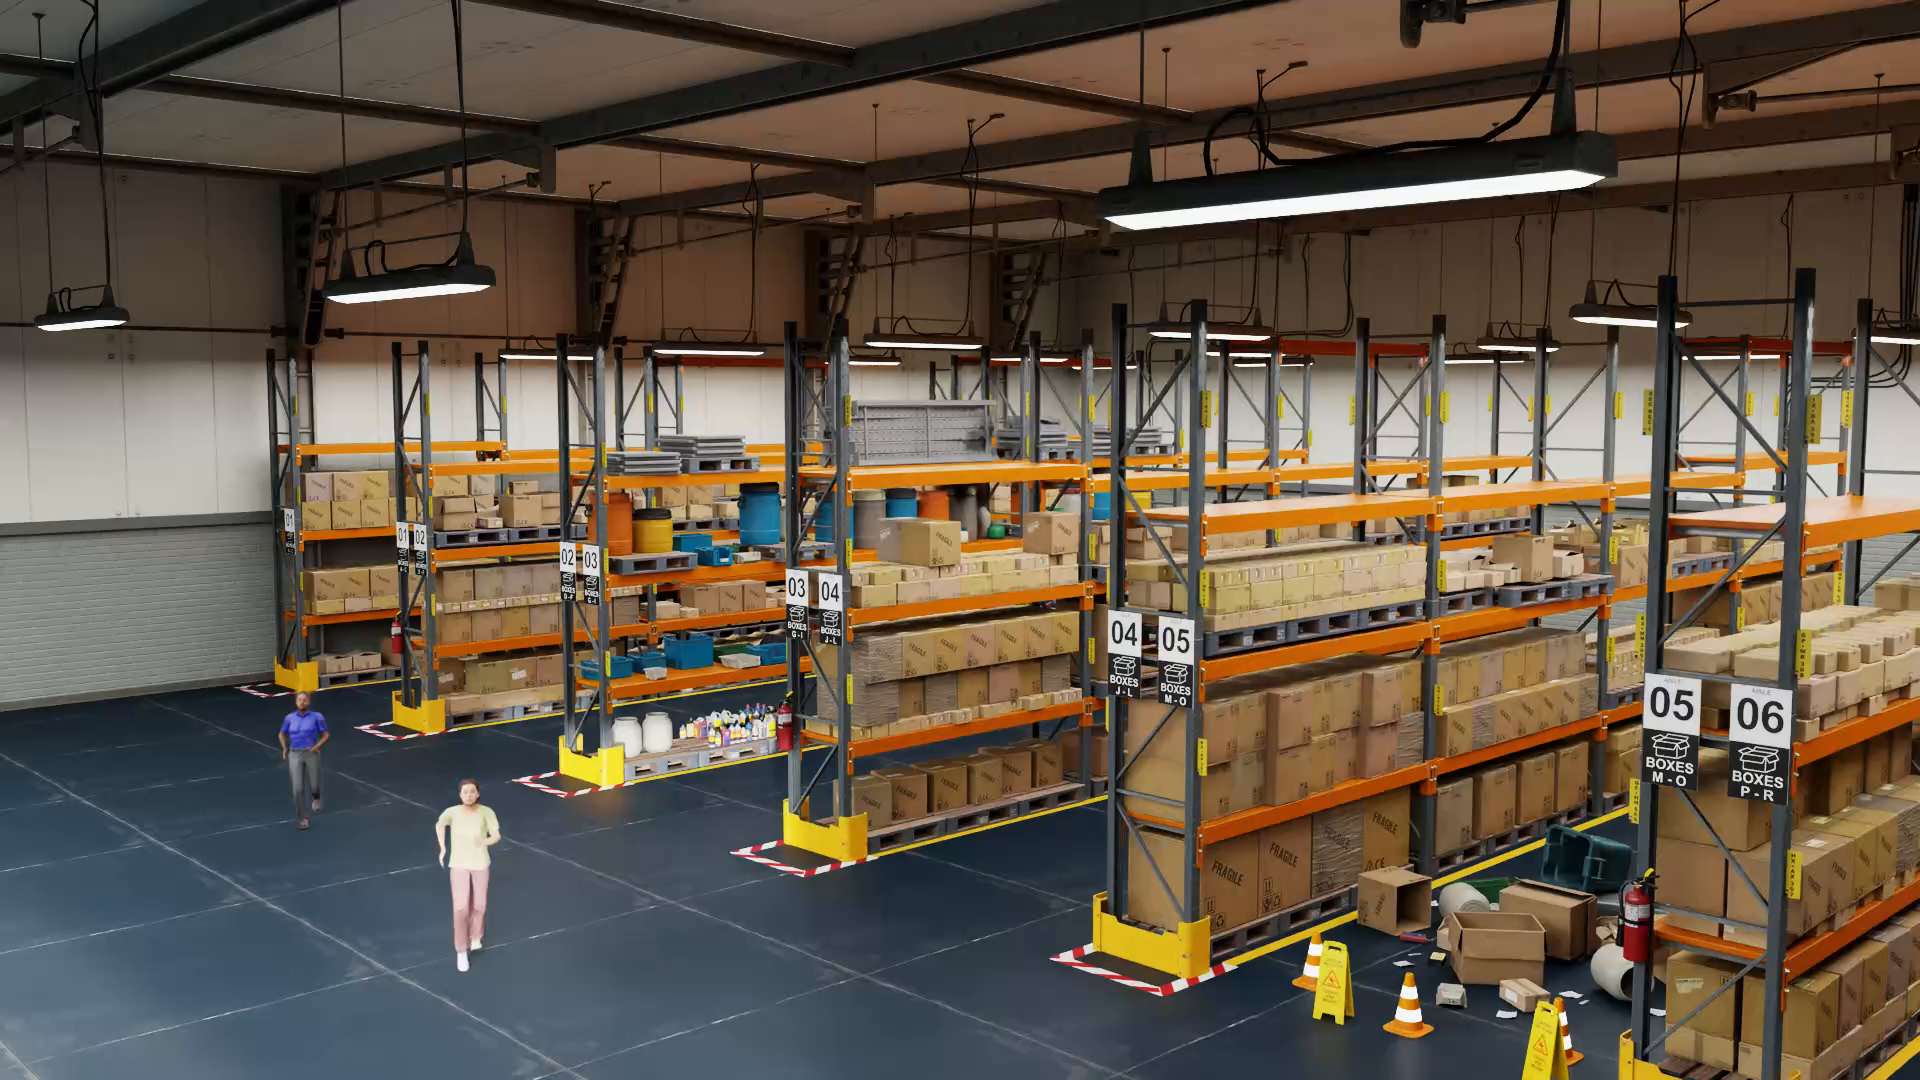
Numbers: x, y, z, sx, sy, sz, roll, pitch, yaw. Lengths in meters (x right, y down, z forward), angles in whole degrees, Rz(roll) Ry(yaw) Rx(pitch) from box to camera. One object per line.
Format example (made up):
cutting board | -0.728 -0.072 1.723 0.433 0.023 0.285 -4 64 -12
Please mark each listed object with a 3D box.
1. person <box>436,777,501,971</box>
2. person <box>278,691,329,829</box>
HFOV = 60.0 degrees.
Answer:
person | -4.476 3.020 15.187 0.543 1.721 0.723 -2 5 -21
person | -7.917 2.630 20.068 0.581 1.597 0.681 -1 5 -15
